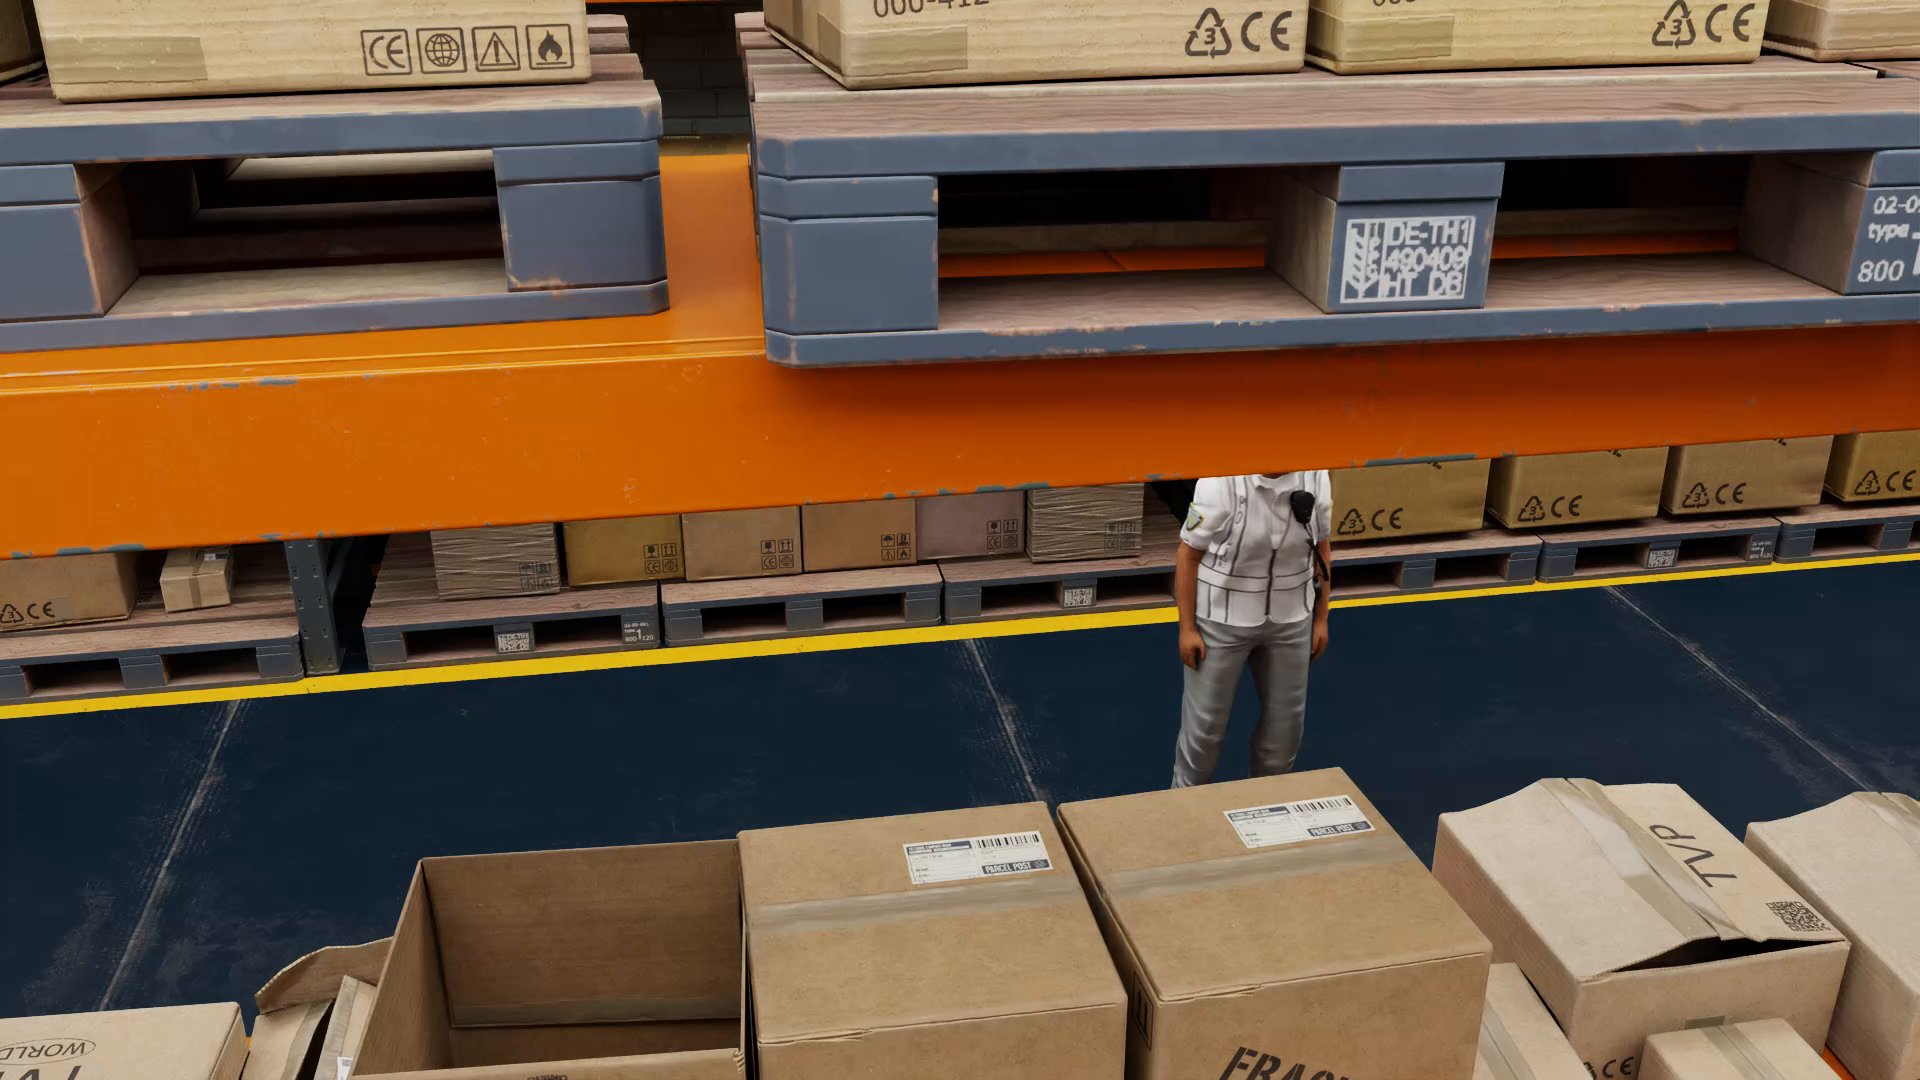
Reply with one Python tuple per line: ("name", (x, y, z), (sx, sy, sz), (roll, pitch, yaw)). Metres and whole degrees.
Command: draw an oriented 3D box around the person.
("person", (0.954, 0.283, 5.438), (0.541, 1.666, 0.468), (-4, 24, -10))
